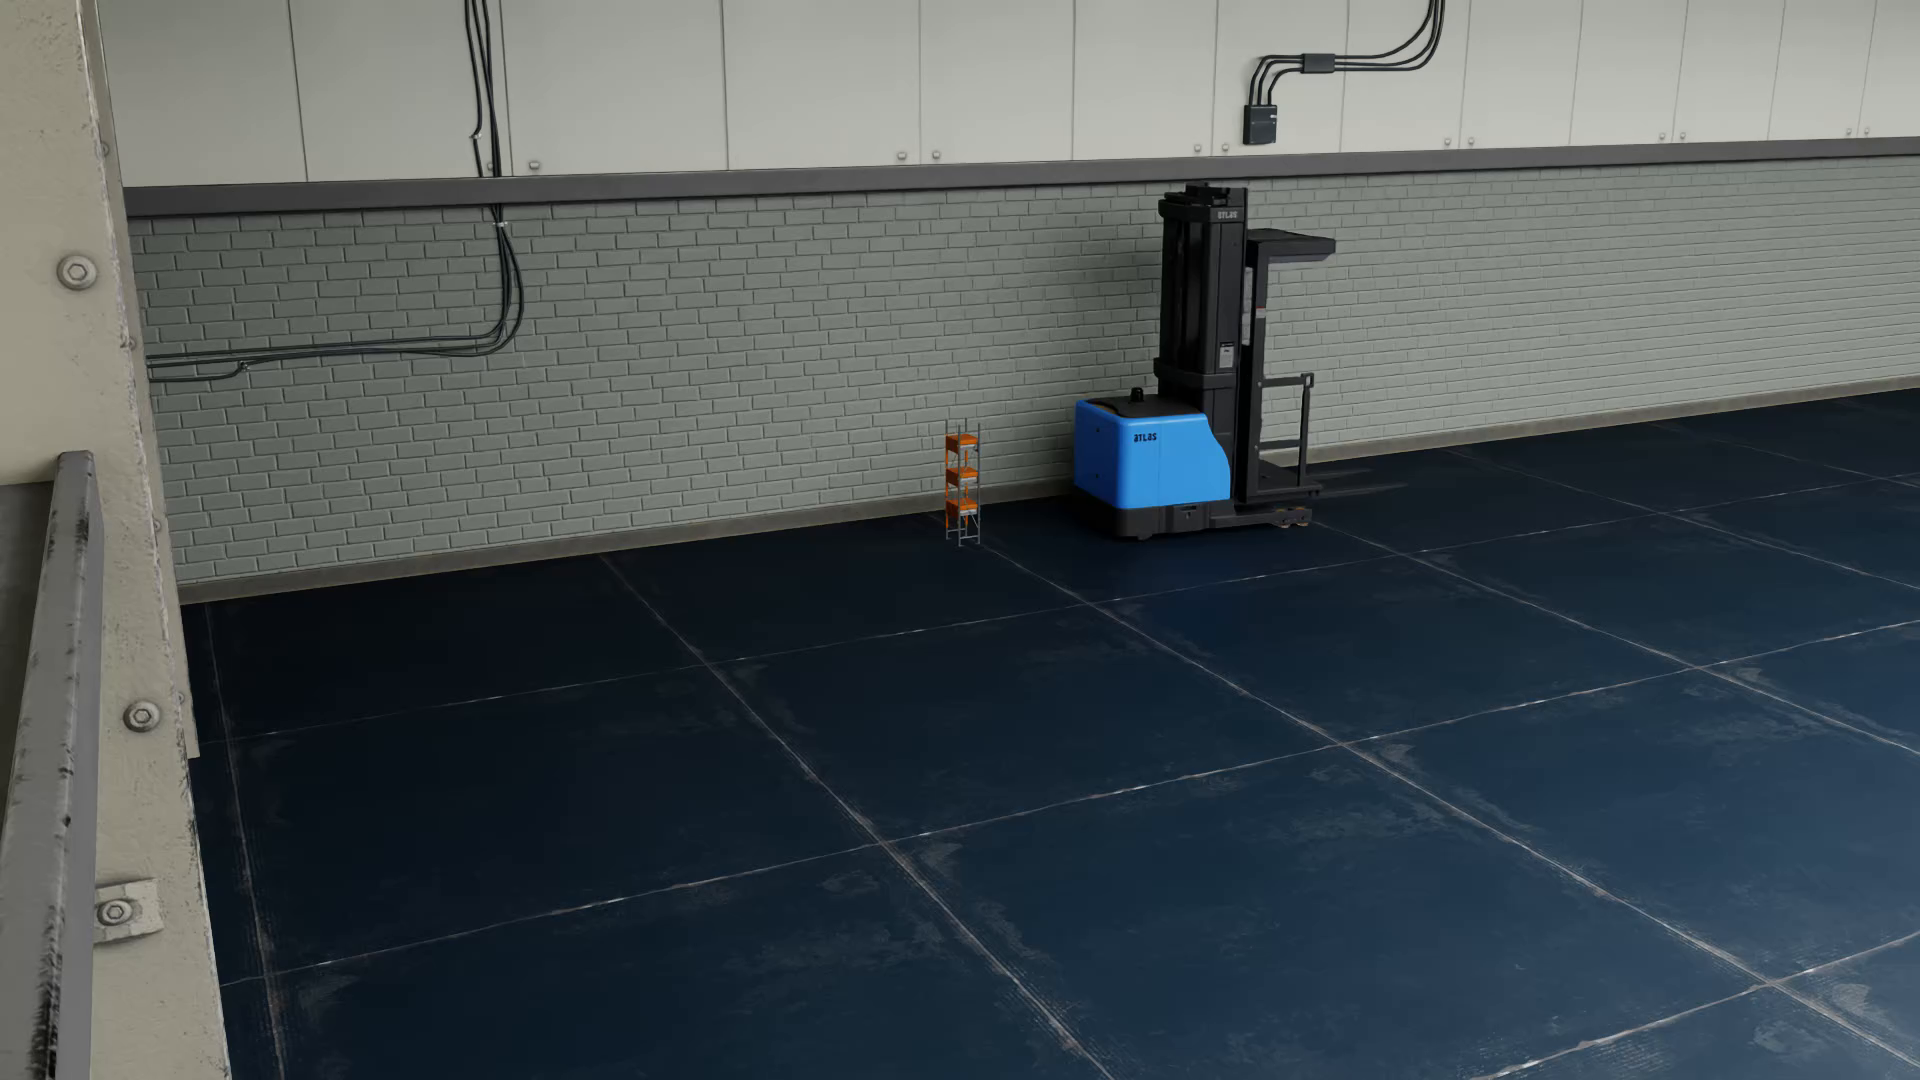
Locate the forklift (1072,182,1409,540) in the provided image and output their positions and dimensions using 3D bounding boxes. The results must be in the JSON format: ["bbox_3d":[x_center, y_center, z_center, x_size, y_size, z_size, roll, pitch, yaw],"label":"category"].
[{"bbox_3d":[2.574,-1.640,14.652,3.031,2.935,1.130,-6,17,-20],"label":"forklift"}]

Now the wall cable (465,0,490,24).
[{"bbox_3d":[-2.376,-5.231,12.640,3.097,2.526,0.112,-8,18,-25],"label":"wall cable"}]

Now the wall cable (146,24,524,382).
[{"bbox_3d":[-4.808,-2.477,12.197,3.097,2.526,0.112,-8,18,-25],"label":"wall cable"}]

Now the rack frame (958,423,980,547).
[{"bbox_3d":[0.077,-0.461,13.954,0.200,1.050,0.008,-8,18,-25],"label":"rack frame"}]

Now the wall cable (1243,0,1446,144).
[{"bbox_3d":[3.733,-6.747,15.284,2.305,6.003,0.169,-8,18,-25],"label":"wall cable"}]

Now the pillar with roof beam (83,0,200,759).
[{"bbox_3d":[-0.836,-3.599,10.479,9.100,9.000,0.400,-8,18,-25],"label":"pillar with roof beam"}]

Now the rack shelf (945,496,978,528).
[{"bbox_3d":[0.023,-0.214,14.139,0.215,0.259,0.240,-8,18,-25],"label":"rack shelf"}]

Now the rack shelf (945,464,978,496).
[{"bbox_3d":[0.023,-0.481,14.063,0.215,0.259,0.240,-8,18,-25],"label":"rack shelf"}]

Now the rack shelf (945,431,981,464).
[{"bbox_3d":[0.023,-0.754,13.984,0.215,0.259,0.240,-8,18,-25],"label":"rack shelf"}]

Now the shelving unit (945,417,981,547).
[{"bbox_3d":[0.023,-0.491,14.060,0.215,1.050,0.252,-8,18,-25],"label":"shelving unit"}]

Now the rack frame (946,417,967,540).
[{"bbox_3d":[-0.030,-0.522,14.165,0.200,1.050,0.008,-8,18,-25],"label":"rack frame"}]
